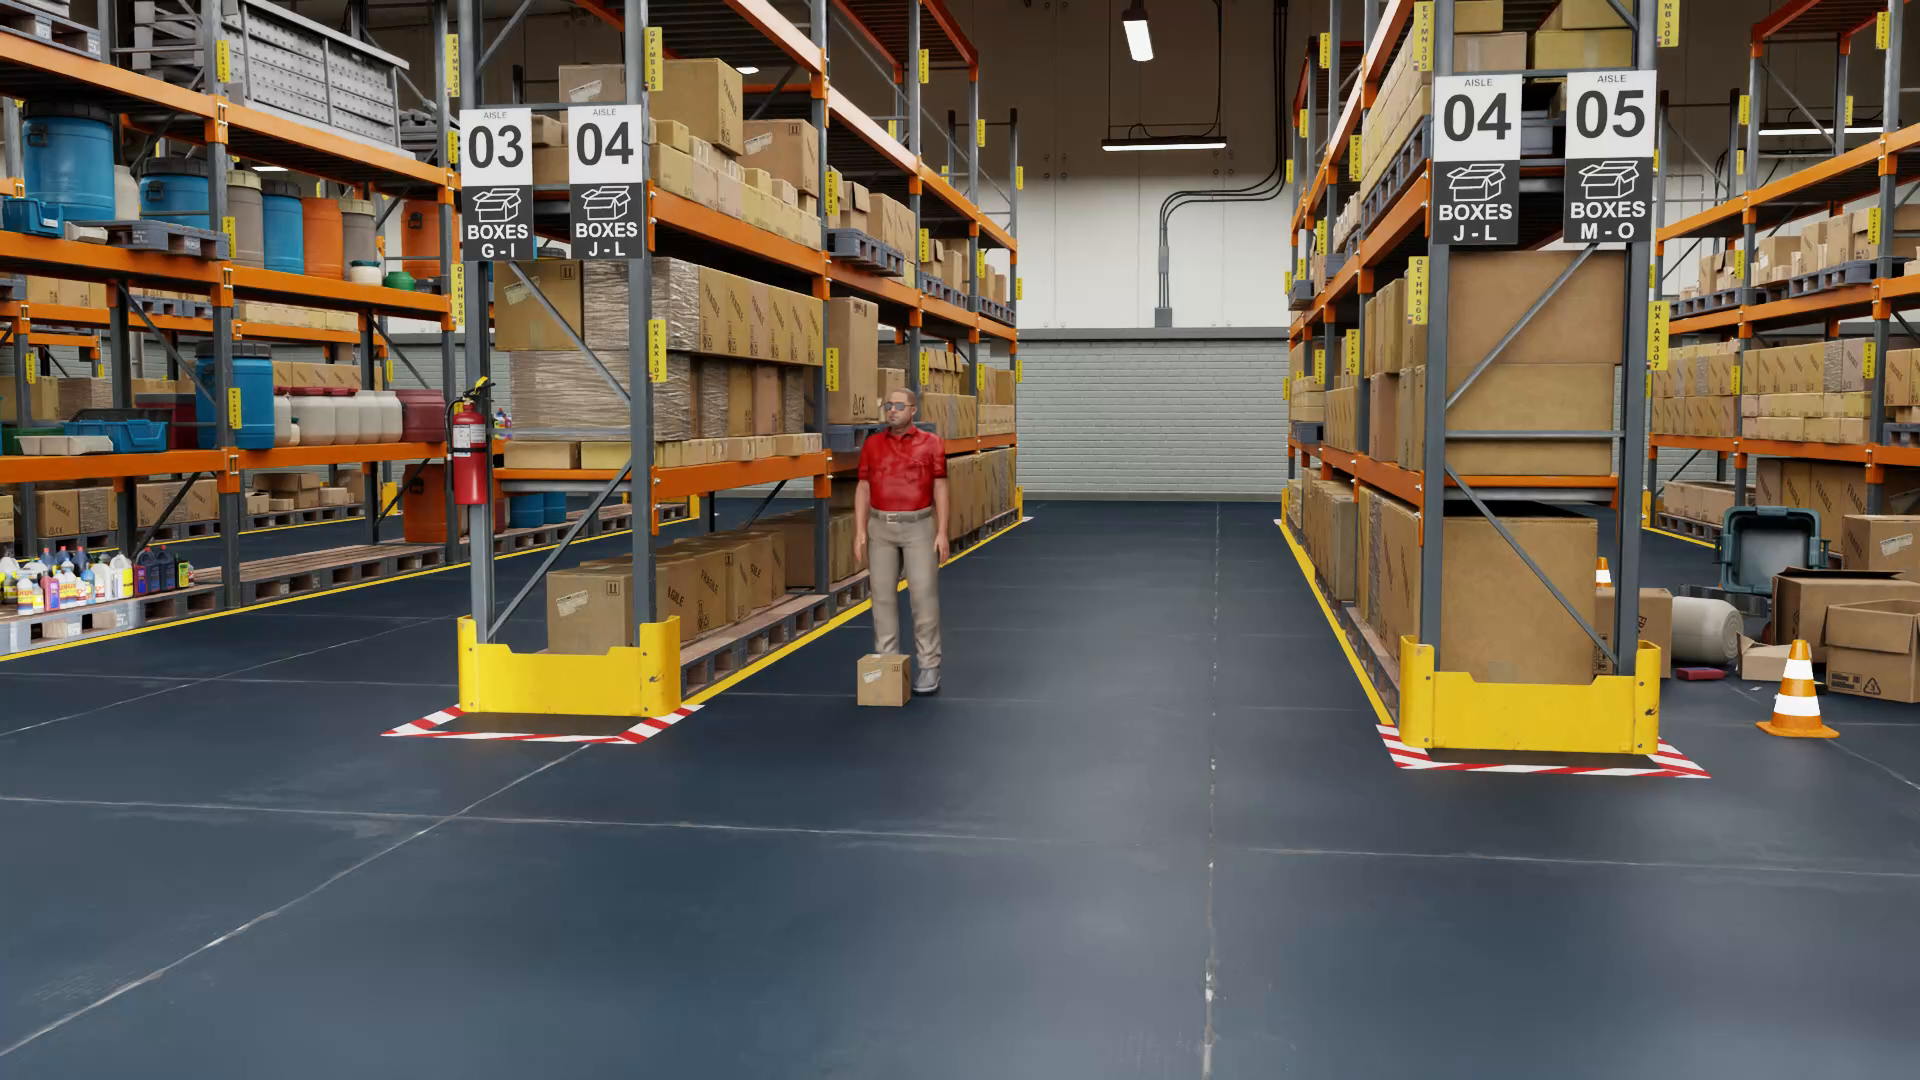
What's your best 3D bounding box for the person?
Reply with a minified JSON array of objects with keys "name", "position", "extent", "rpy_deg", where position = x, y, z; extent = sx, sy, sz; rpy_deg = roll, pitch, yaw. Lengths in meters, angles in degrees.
[{"name":"person","position":[-0.349,-0.010,9.647],"extent":[0.561,1.744,0.422],"rpy_deg":[1,4,9]}]
